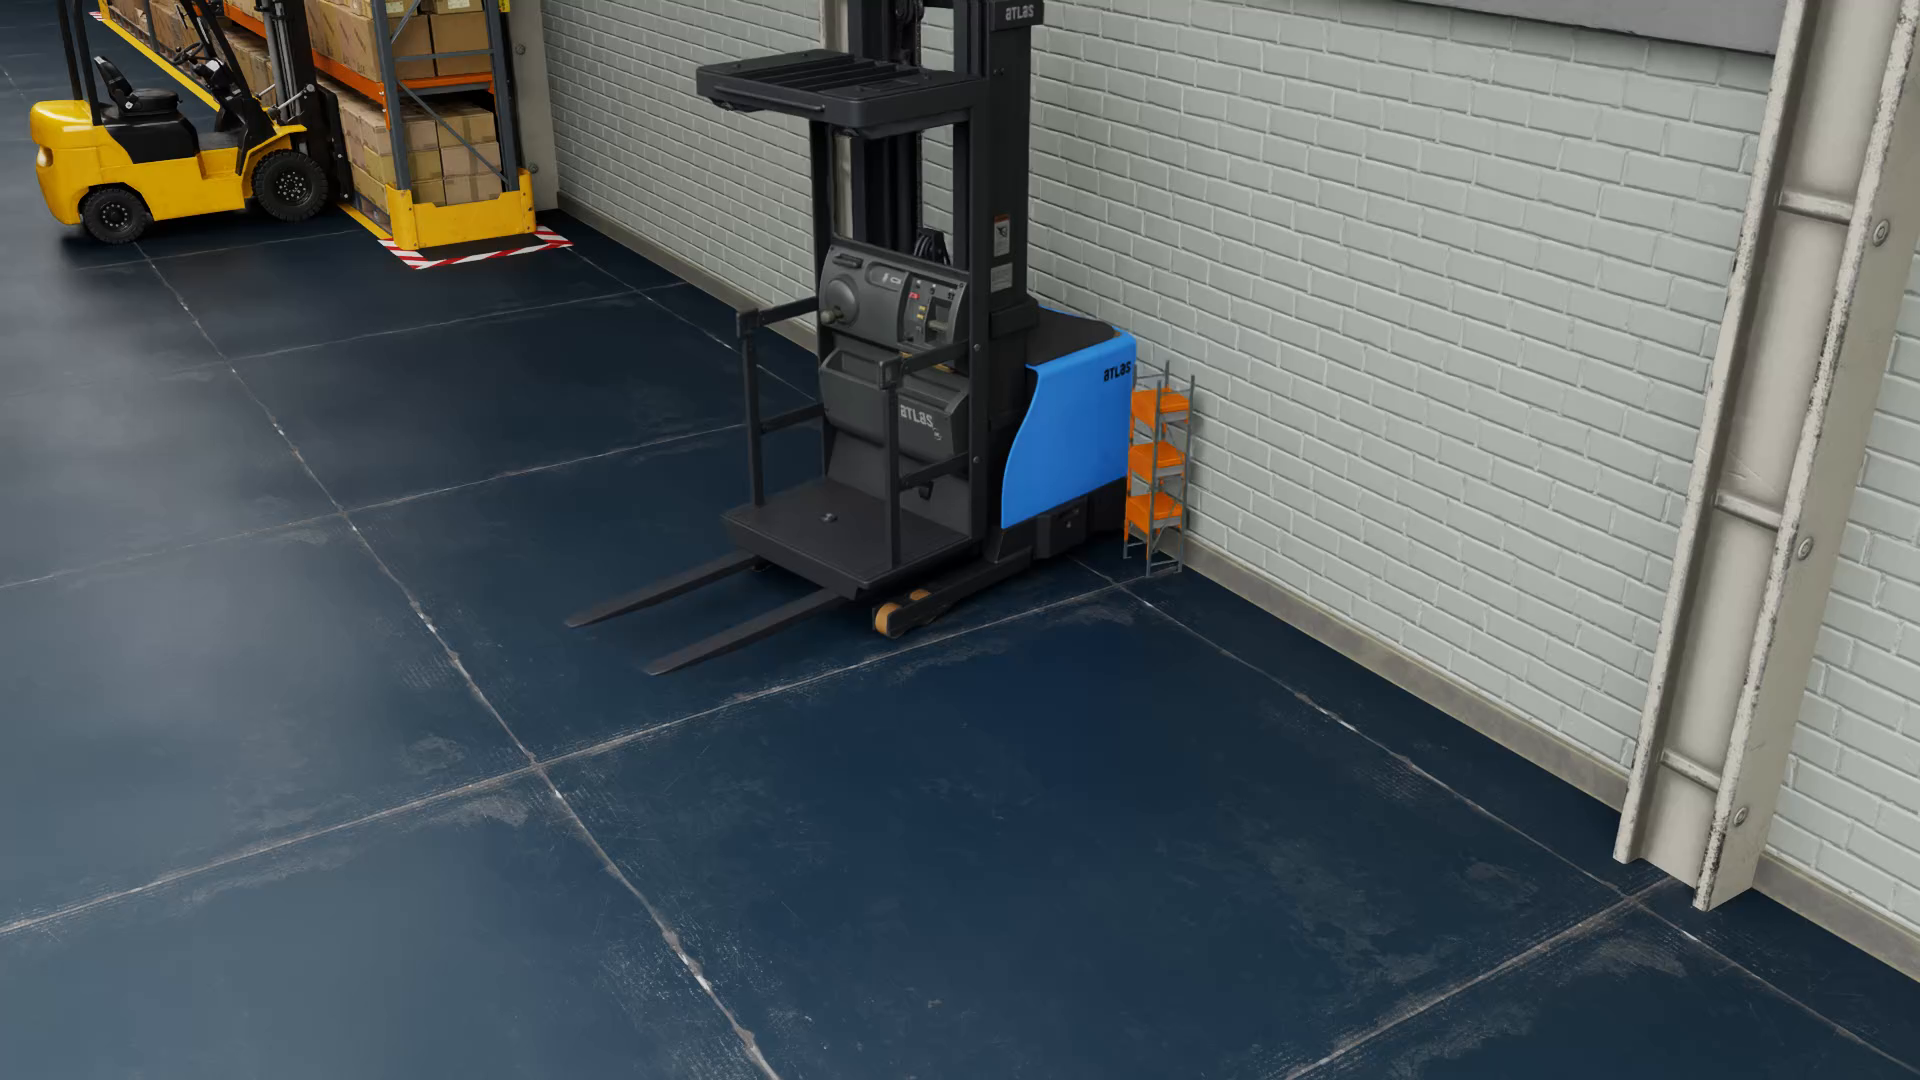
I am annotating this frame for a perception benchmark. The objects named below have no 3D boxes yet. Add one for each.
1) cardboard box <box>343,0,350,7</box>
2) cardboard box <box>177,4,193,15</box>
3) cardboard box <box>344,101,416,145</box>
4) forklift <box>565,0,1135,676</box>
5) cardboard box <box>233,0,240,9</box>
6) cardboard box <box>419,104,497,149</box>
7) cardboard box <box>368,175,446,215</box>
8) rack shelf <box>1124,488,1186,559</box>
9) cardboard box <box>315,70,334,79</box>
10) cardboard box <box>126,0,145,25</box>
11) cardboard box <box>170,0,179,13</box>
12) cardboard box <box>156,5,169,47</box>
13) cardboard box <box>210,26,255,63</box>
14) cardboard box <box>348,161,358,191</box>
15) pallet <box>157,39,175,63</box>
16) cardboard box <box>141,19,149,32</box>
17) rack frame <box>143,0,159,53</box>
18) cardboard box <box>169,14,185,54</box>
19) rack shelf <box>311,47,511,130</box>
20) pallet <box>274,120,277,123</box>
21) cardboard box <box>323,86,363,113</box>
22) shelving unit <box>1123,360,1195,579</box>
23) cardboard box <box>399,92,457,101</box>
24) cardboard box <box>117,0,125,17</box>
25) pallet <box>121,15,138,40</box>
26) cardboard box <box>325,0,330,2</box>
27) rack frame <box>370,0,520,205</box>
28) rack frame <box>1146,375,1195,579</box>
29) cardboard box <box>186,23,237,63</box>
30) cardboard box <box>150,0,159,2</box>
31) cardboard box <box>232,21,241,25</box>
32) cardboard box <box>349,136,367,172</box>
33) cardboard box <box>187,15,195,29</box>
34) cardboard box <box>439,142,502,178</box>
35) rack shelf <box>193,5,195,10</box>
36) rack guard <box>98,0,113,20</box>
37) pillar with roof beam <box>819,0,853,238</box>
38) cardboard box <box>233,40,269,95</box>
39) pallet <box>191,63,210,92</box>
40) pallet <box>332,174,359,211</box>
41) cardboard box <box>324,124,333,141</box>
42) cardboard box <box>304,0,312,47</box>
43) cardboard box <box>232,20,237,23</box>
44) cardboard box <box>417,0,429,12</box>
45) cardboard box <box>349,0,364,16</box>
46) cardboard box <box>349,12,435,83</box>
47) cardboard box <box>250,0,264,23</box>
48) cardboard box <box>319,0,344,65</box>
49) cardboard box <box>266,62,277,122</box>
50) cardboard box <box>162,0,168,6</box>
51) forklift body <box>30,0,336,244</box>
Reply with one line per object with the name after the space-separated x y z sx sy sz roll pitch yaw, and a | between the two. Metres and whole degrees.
-5.050 -4.647 14.204 0.380 0.149 0.250 -16 30 -30 | cardboard box
-9.795 -6.780 21.275 0.380 0.149 0.250 -17 30 -32 | cardboard box
-5.042 -3.639 14.503 0.500 0.250 0.500 -15 29 -29 | cardboard box
-0.471 -1.112 7.672 1.130 2.935 3.031 23 34 40 | forklift
-7.448 -5.813 17.725 0.500 0.250 0.500 -15 29 -29 | cardboard box
-4.349 -3.582 14.382 0.500 0.250 0.500 -16 30 -30 | cardboard box
-4.766 -3.008 14.338 0.500 0.250 0.500 -15 29 -29 | cardboard box
0.980 -0.085 8.374 0.215 0.259 0.240 -10 27 -21 | rack shelf
-6.157 -4.365 16.041 0.500 0.250 0.500 -15 29 -29 | cardboard box
-11.724 -7.823 24.243 0.700 0.500 0.500 -17 30 -31 | cardboard box
-10.058 -6.970 21.676 0.380 0.149 0.250 -14 29 -28 | cardboard box
-10.422 -6.905 22.300 0.500 0.500 0.500 -16 30 -30 | cardboard box
-8.283 -5.718 19.640 0.875 0.625 0.625 -15 29 -28 | cardboard box
-5.296 -3.369 15.103 0.500 0.250 0.500 -15 29 -29 | cardboard box
-10.320 -6.716 22.730 1.003 0.211 1.213 -16 29 -30 | pallet
-11.346 -7.291 23.528 0.380 0.149 0.250 -17 30 -31 | cardboard box
-10.796 -8.259 22.732 1.000 3.000 0.127 -16 29 -30 | rack frame
-9.875 -6.539 21.524 0.500 0.500 0.500 -17 30 -31 | cardboard box
-5.337 -4.357 15.309 1.077 0.370 4.000 -16 29 -30 | rack shelf
-6.864 -4.391 17.805 1.003 0.211 1.213 -16 29 -30 | pallet
-5.596 -4.000 15.268 0.500 0.250 0.500 -16 30 -31 | cardboard box
0.982 -0.346 8.251 0.215 1.050 0.252 -10 27 -21 | shelving unit
-4.889 -3.941 15.143 0.500 0.250 0.500 -16 30 -30 | cardboard box
-12.291 -8.194 25.030 0.700 0.500 0.500 -14 29 -27 | cardboard box
-11.840 -7.681 24.774 1.003 0.211 1.213 -16 29 -30 | pallet
-5.390 -4.818 14.565 0.380 0.149 0.250 -15 29 -29 | cardboard box
-4.245 -3.967 13.640 1.000 3.000 0.127 -16 29 -30 | rack frame
1.029 -0.298 8.150 0.200 1.050 0.008 -10 27 -21 | rack frame
-9.288 -6.171 20.744 0.500 0.500 0.500 -16 30 -30 | cardboard box
-10.823 -7.422 22.635 0.380 0.149 0.250 -14 29 -27 | cardboard box
-8.859 -6.284 20.985 0.500 0.500 0.500 -15 29 -29 | cardboard box
-5.038 -3.423 14.631 0.500 0.250 0.500 -16 30 -30 | cardboard box
-9.269 -6.390 20.448 0.380 0.149 0.250 -17 30 -32 | cardboard box
-4.328 -3.356 14.490 0.500 0.250 0.500 -15 29 -29 | cardboard box
-9.704 -7.219 21.371 1.077 0.370 4.000 -16 29 -30 | rack shelf
-12.938 -8.533 26.239 1.175 0.500 0.348 -16 29 -30 | rack guard
-4.202 -3.990 6.661 9.100 9.000 0.400 -16 29 -30 | pillar with roof beam
-7.552 -5.246 18.638 0.875 0.625 0.625 -17 30 -32 | cardboard box
-8.988 -5.844 20.881 1.003 0.211 1.213 -16 29 -30 | pallet
-5.360 -3.406 15.718 1.003 0.211 1.213 -16 29 -30 | pallet
-5.607 -3.783 15.392 0.500 0.250 0.500 -16 29 -30 | cardboard box
-5.830 -4.860 15.415 0.500 0.500 0.500 -16 30 -30 | cardboard box
-8.961 -6.612 20.920 0.380 0.149 0.250 -15 29 -29 | cardboard box
-4.401 -4.561 14.021 0.380 0.149 0.250 -16 29 -30 | cardboard box
-4.834 -4.449 13.784 0.380 0.149 0.250 -15 29 -29 | cardboard box
-4.734 -4.127 13.862 0.500 0.500 0.500 -16 30 -31 | cardboard box
-6.923 -5.449 16.956 0.500 0.250 0.500 -15 29 -28 | cardboard box
-5.289 -4.498 14.648 0.500 0.500 0.500 -16 30 -31 | cardboard box
-6.723 -4.698 17.478 0.875 0.625 0.625 -14 29 -27 | cardboard box
-10.458 -7.252 22.274 0.380 0.149 0.250 -17 30 -32 | cardboard box
-6.809 -3.837 14.358 2.313 2.155 1.214 -16 29 -30 | forklift body
